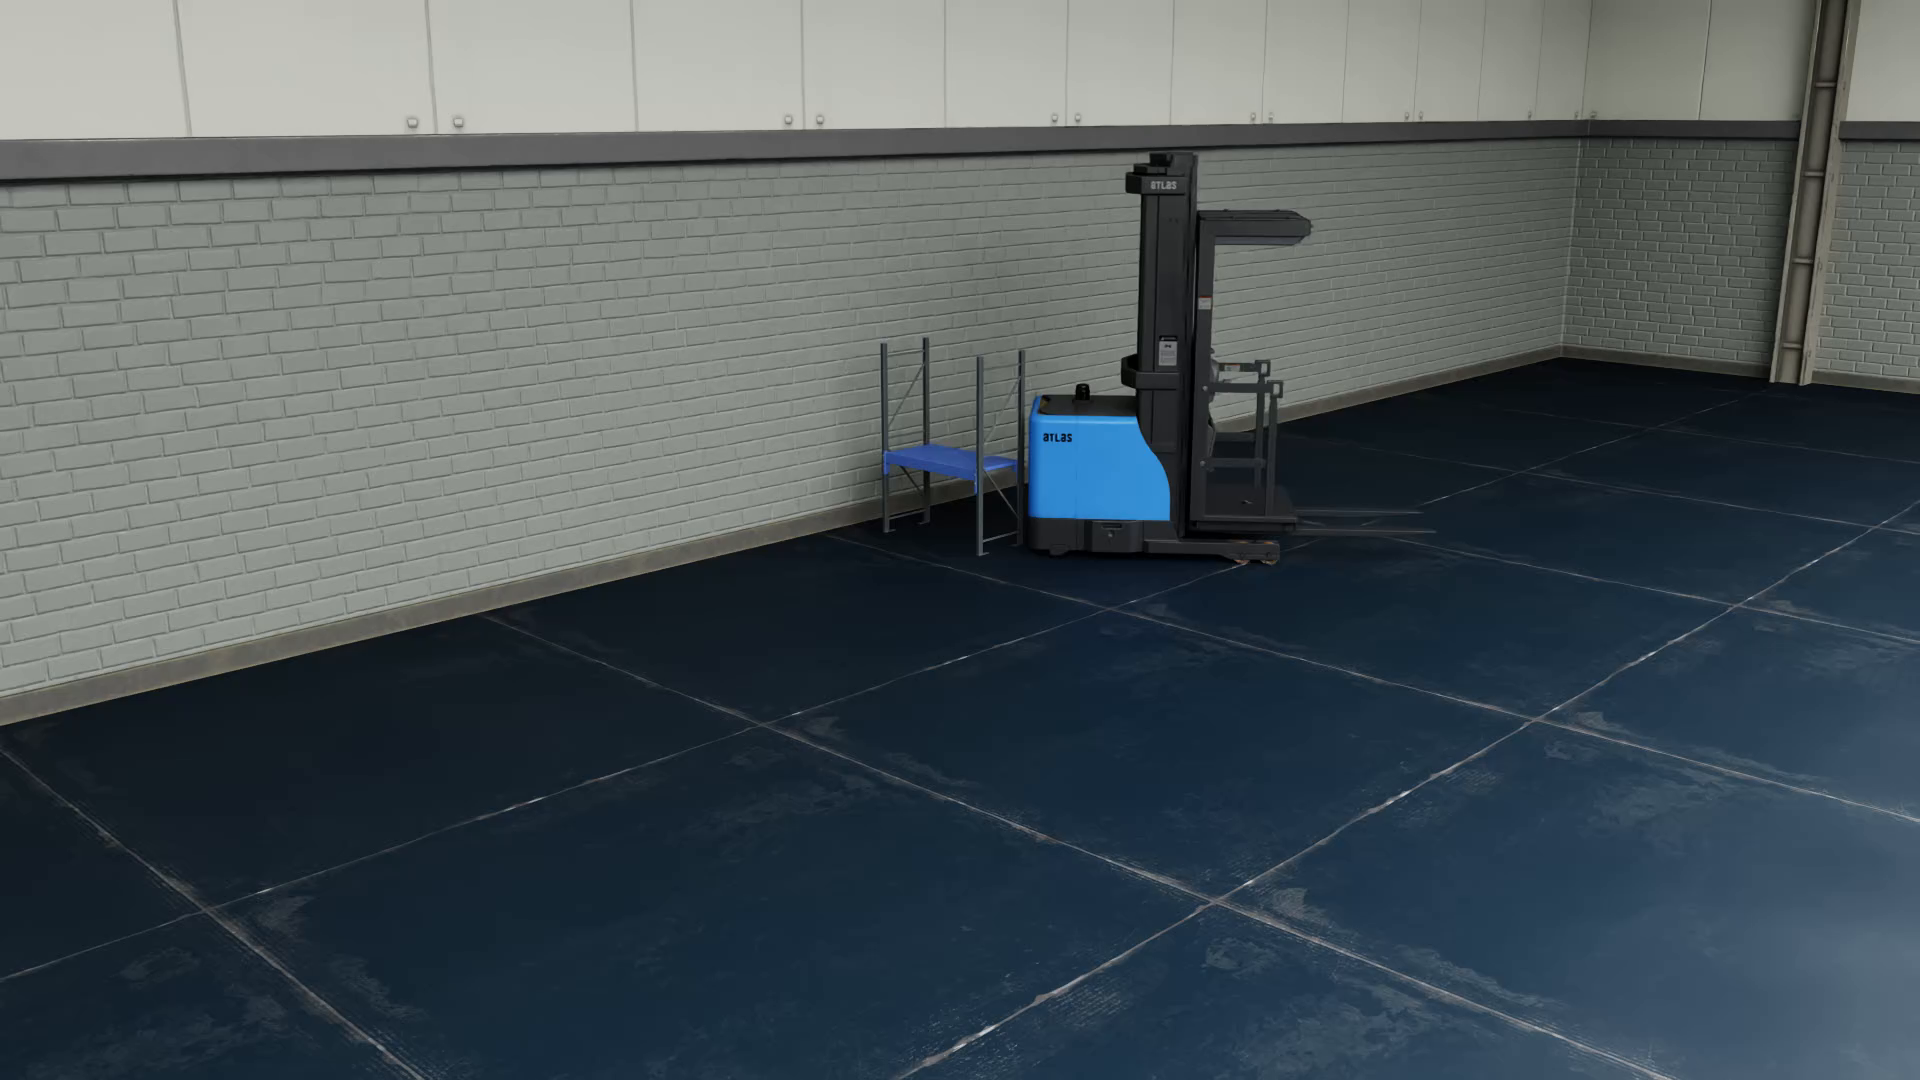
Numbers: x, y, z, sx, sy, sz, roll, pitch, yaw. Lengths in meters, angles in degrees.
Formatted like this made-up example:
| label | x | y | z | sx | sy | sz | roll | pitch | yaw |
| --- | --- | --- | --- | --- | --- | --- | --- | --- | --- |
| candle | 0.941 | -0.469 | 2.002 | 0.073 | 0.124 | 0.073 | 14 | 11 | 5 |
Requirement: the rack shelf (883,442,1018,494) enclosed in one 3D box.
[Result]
| label | x | y | z | sx | sy | sz | roll | pitch | yaw |
| --- | --- | --- | --- | --- | --- | --- | --- | --- | --- |
| rack shelf | -0.061 | -0.567 | 12.846 | 1.000 | 0.185 | 0.538 | 14 | 20 | 42 |

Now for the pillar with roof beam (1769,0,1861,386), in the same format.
| label | x | y | z | sx | sy | sz | roll | pitch | yaw |
| --- | --- | --- | --- | --- | --- | --- | --- | --- | --- |
| pillar with roof beam | 7.166 | -5.502 | 16.201 | 0.400 | 9.000 | 9.100 | 14 | 20 | 42 |

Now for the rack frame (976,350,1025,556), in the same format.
| label | x | y | z | sx | sy | sz | roll | pitch | yaw |
| --- | --- | --- | --- | --- | --- | --- | --- | --- | --- |
| rack frame | 0.305 | -0.652 | 12.459 | 0.032 | 1.500 | 0.500 | 14 | 20 | 42 |

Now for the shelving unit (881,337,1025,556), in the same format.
| label | x | y | z | sx | sy | sz | roll | pitch | yaw |
| --- | --- | --- | --- | --- | --- | --- | --- | --- | --- |
| shelving unit | -0.061 | -0.741 | 12.800 | 1.048 | 1.500 | 0.538 | 14 | 20 | 42 |

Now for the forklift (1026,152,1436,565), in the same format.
| label | x | y | z | sx | sy | sz | roll | pitch | yaw |
| --- | --- | --- | --- | --- | --- | --- | --- | --- | --- |
| forklift | 2.039 | -1.378 | 12.408 | 3.031 | 2.935 | 1.130 | 1 | 15 | 5 |

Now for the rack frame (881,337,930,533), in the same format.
| label | x | y | z | sx | sy | sz | roll | pitch | yaw |
| --- | --- | --- | --- | --- | --- | --- | --- | --- | --- |
| rack frame | -0.427 | -0.830 | 13.142 | 0.032 | 1.500 | 0.500 | 14 | 20 | 42 |
